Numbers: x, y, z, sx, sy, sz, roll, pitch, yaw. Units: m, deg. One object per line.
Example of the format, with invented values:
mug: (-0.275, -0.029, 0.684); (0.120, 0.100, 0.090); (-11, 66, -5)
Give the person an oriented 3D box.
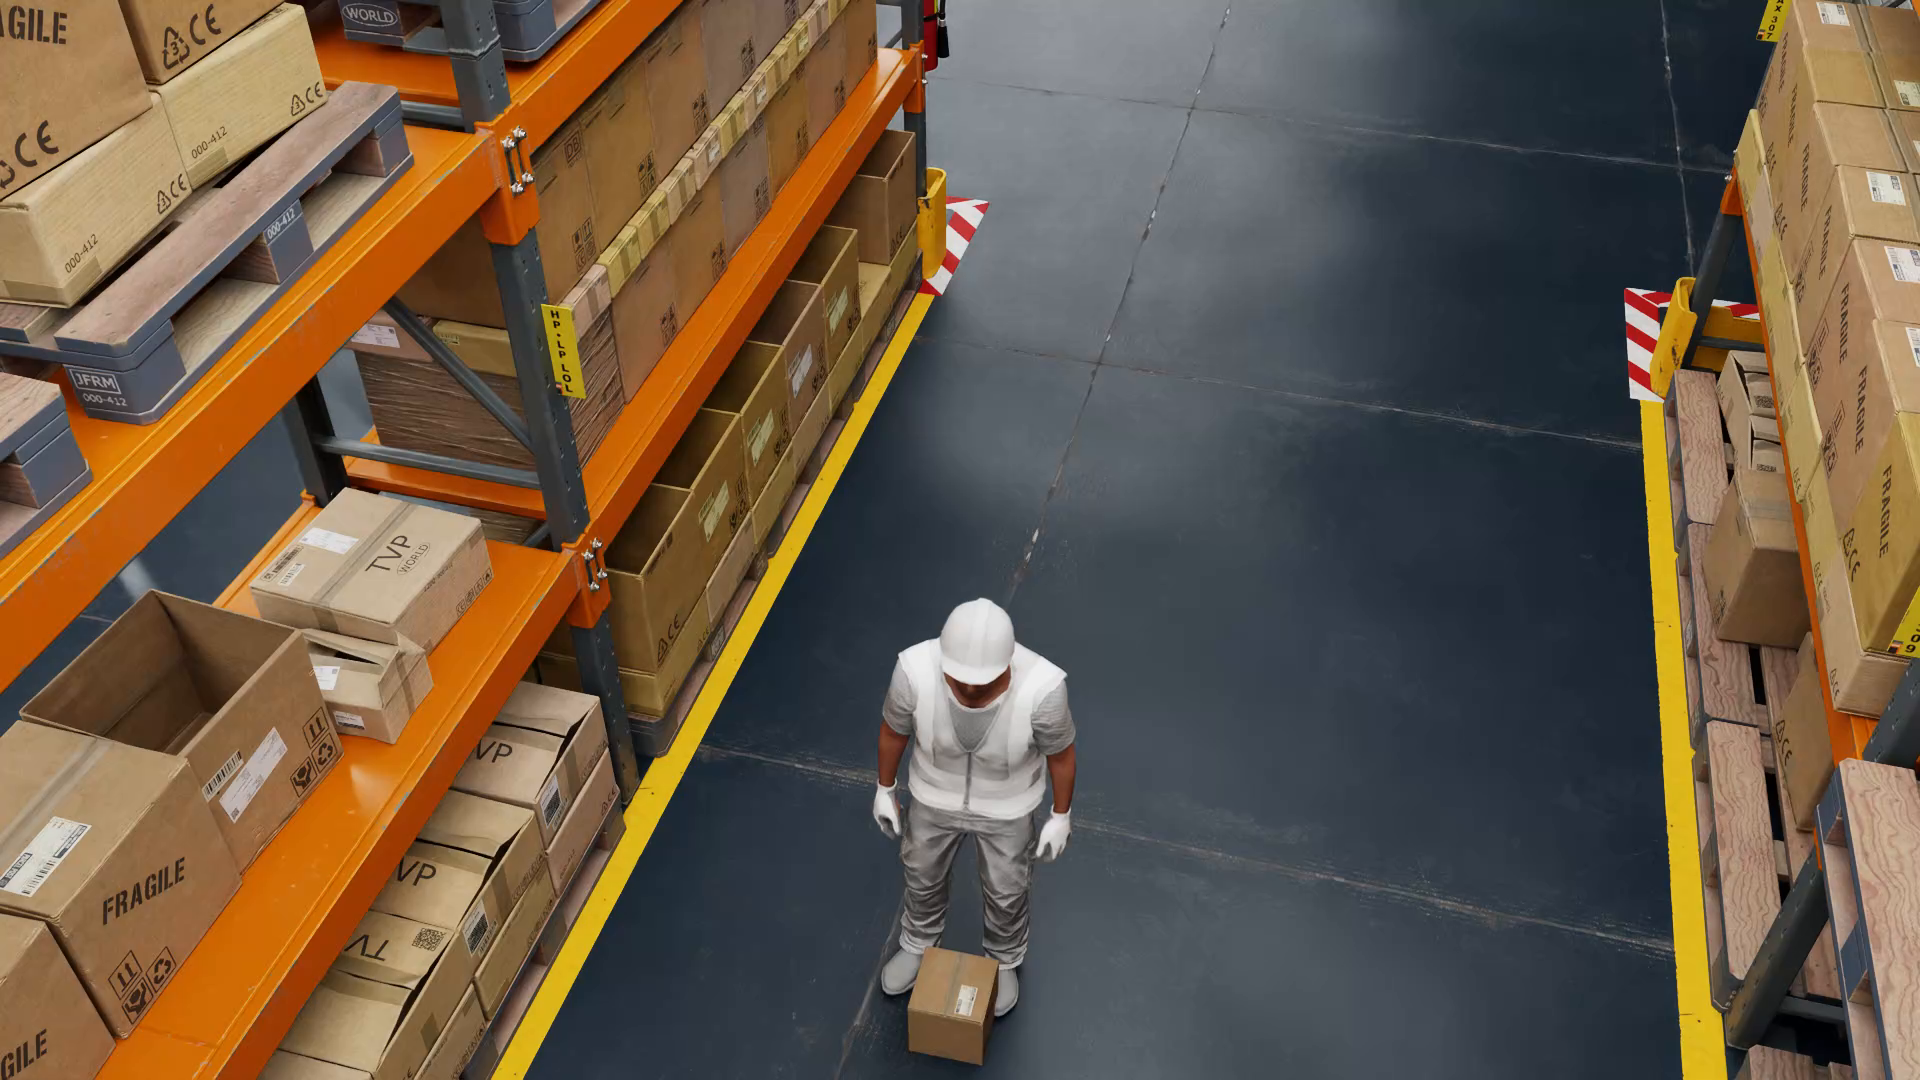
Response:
person: (0.042, 0.822, 5.191); (0.629, 1.775, 0.444); (8, 41, 9)
